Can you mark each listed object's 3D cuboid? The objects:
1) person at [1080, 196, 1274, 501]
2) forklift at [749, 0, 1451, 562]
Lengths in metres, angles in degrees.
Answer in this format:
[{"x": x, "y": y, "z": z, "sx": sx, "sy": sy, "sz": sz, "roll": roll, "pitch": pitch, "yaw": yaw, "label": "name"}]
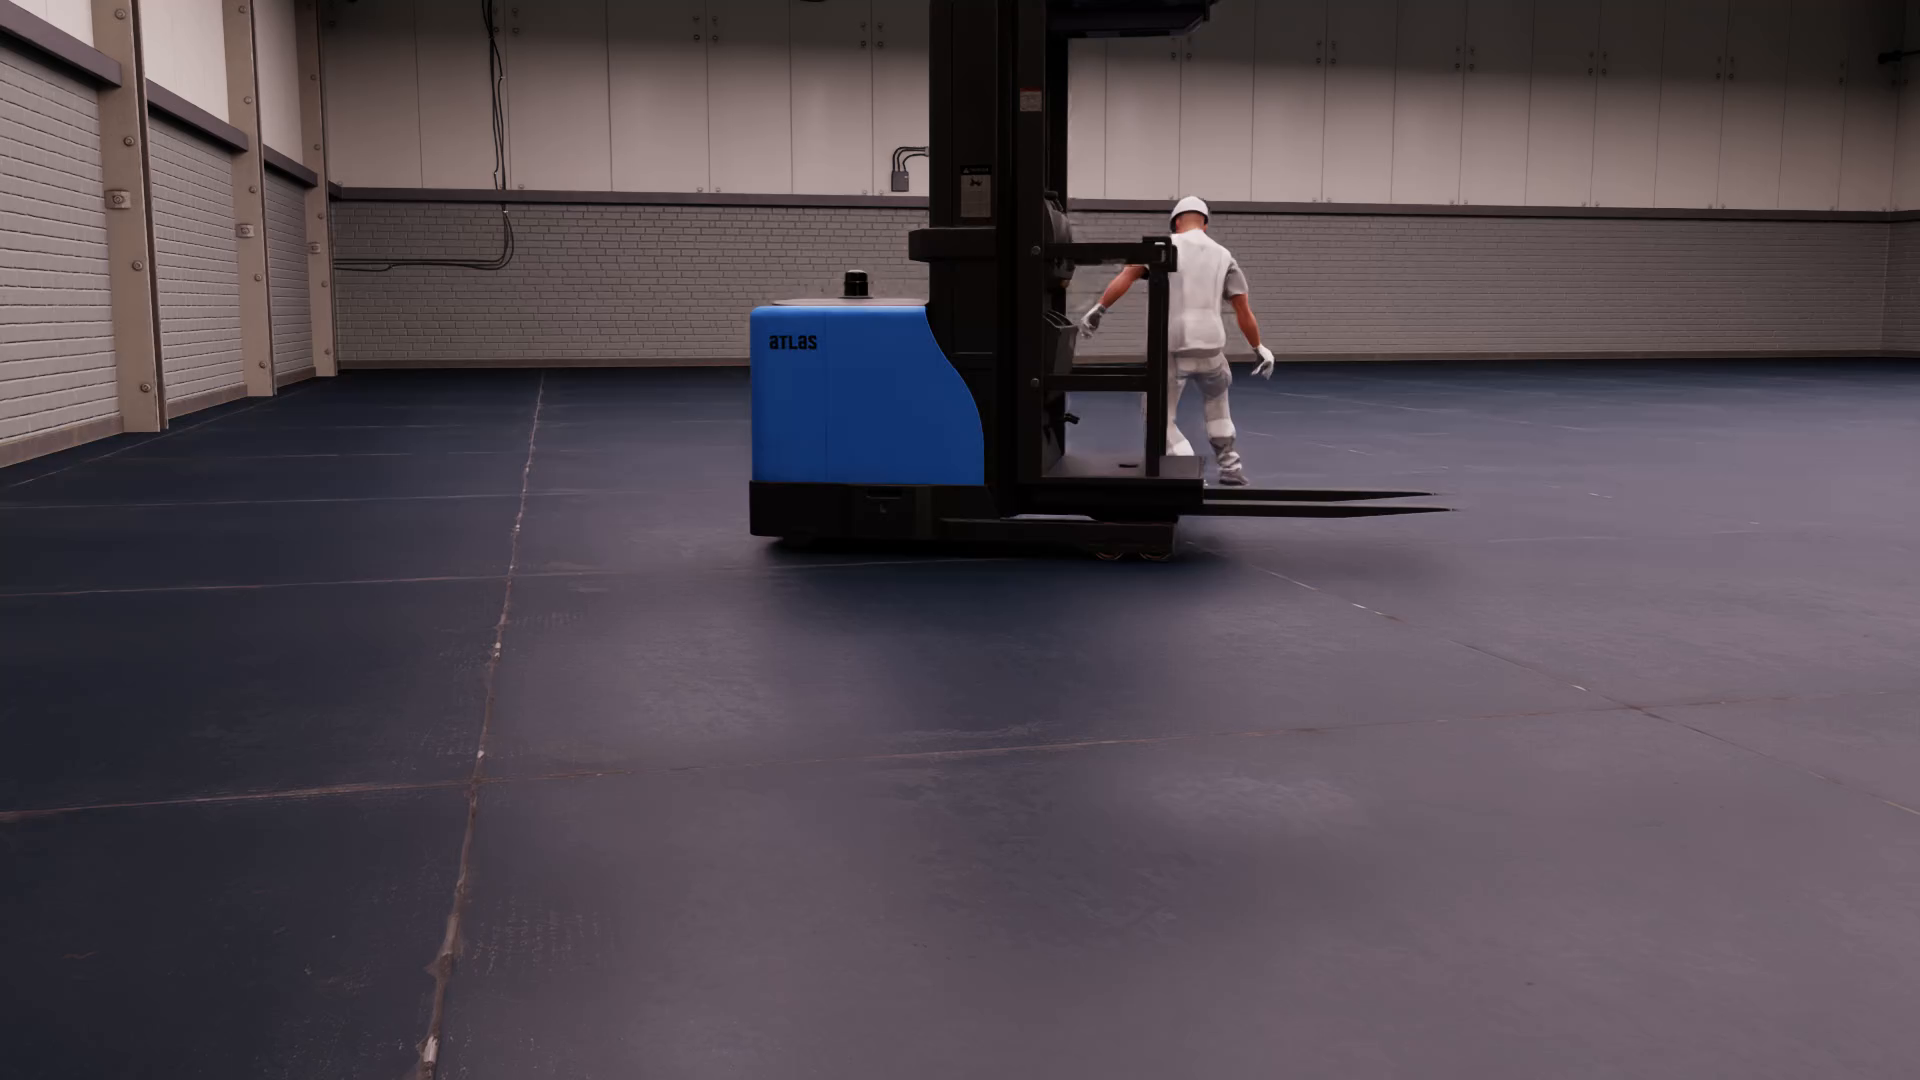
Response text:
[{"x": 1.182, "y": -1.012, "z": 9.042, "sx": 1.145, "sy": 1.709, "sz": 0.564, "roll": -3, "pitch": 9, "yaw": -22, "label": "person"}, {"x": 0.628, "y": -1.438, "z": 7.409, "sx": 3.031, "sy": 2.935, "sz": 1.130, "roll": 1, "pitch": 8, "yaw": 9, "label": "forklift"}]
